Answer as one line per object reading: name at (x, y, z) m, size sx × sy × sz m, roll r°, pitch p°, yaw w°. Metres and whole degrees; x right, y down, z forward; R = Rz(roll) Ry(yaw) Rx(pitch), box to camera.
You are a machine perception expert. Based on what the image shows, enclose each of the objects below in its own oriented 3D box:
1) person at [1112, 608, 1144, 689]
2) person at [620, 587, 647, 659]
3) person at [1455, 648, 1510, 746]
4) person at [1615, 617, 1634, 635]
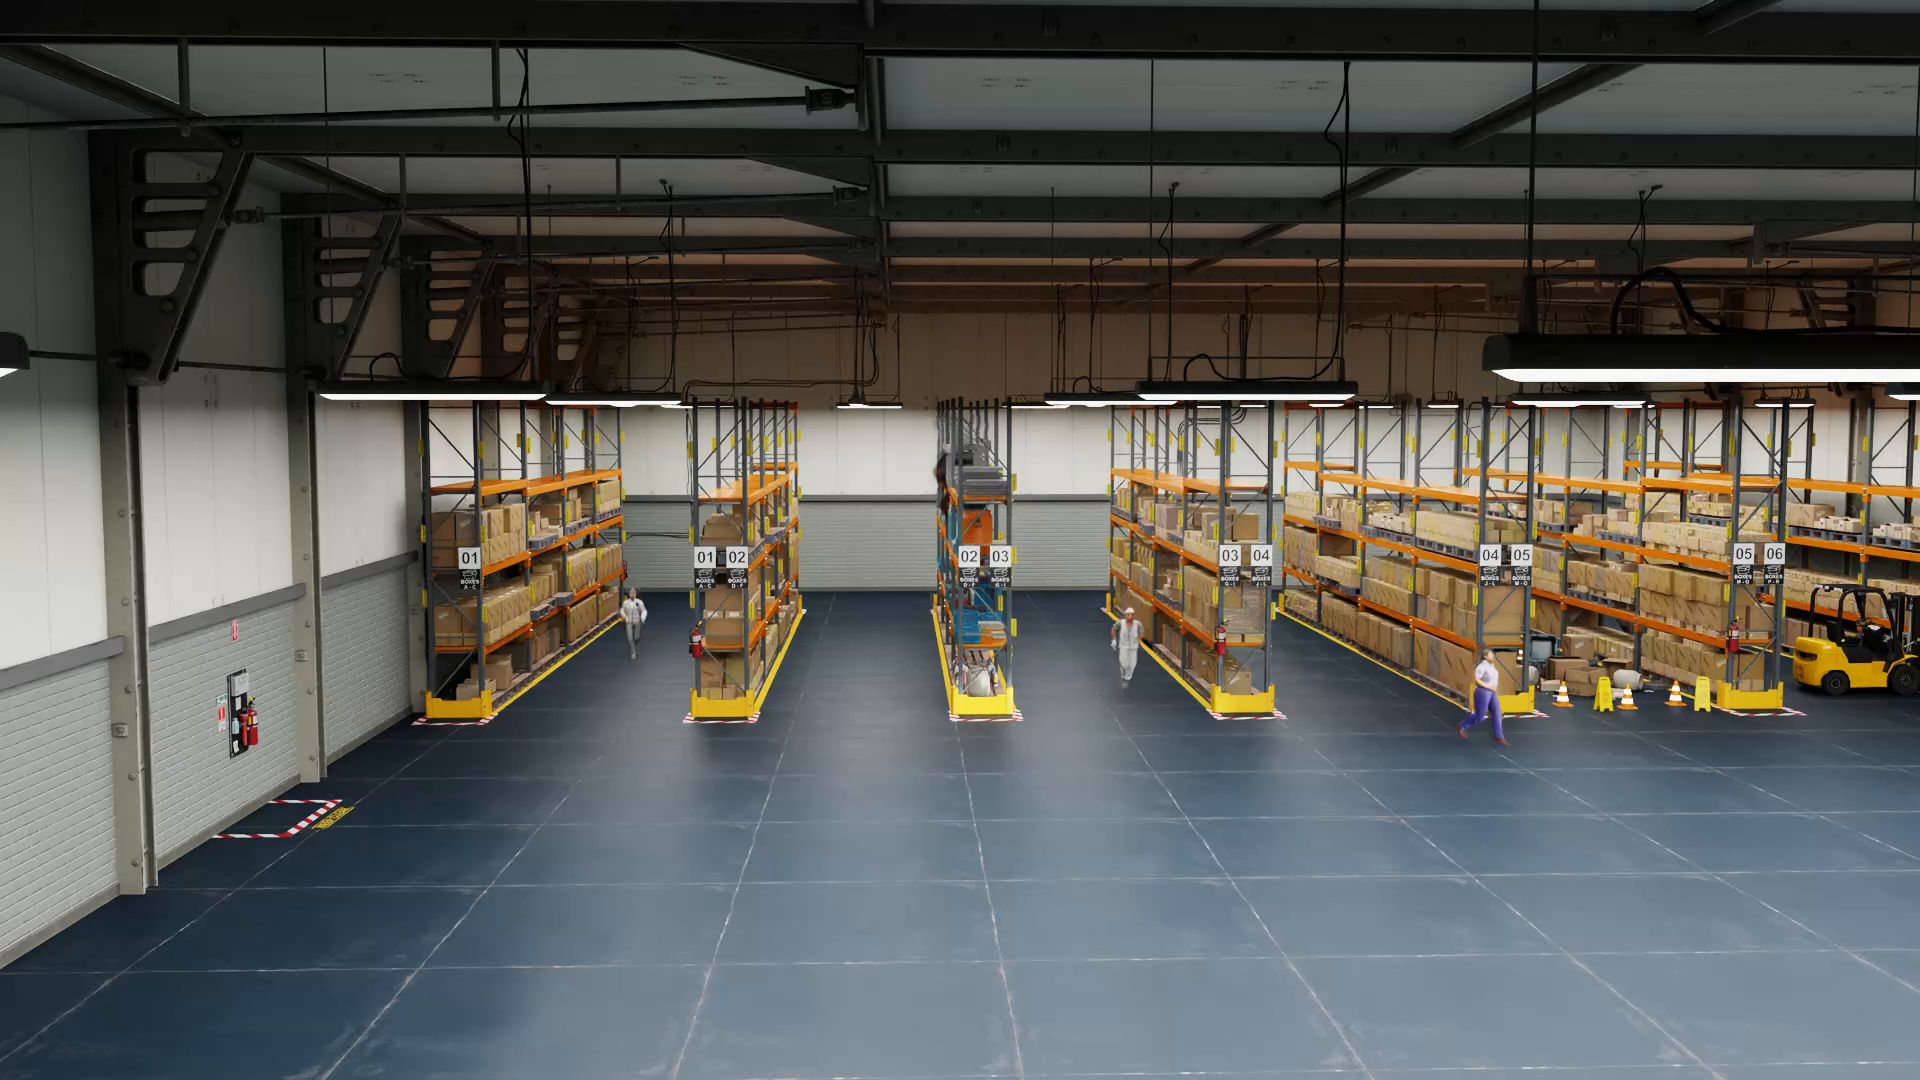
person at (3.429, 2.215, 33.808) m, size 0.620 × 1.702 × 0.719 m, roll 0°, pitch 4°, yaw -6°
person at (-7.601, 1.922, 38.669) m, size 0.616 × 1.659 × 0.531 m, roll -1°, pitch 4°, yaw -7°
person at (9.075, 2.689, 28.688) m, size 0.959 × 1.640 × 0.643 m, roll 4°, pitch 6°, yaw 43°
person at (16.885, 1.609, 42.231) m, size 0.632 × 1.677 × 0.720 m, roll -1°, pitch 4°, yaw -10°
